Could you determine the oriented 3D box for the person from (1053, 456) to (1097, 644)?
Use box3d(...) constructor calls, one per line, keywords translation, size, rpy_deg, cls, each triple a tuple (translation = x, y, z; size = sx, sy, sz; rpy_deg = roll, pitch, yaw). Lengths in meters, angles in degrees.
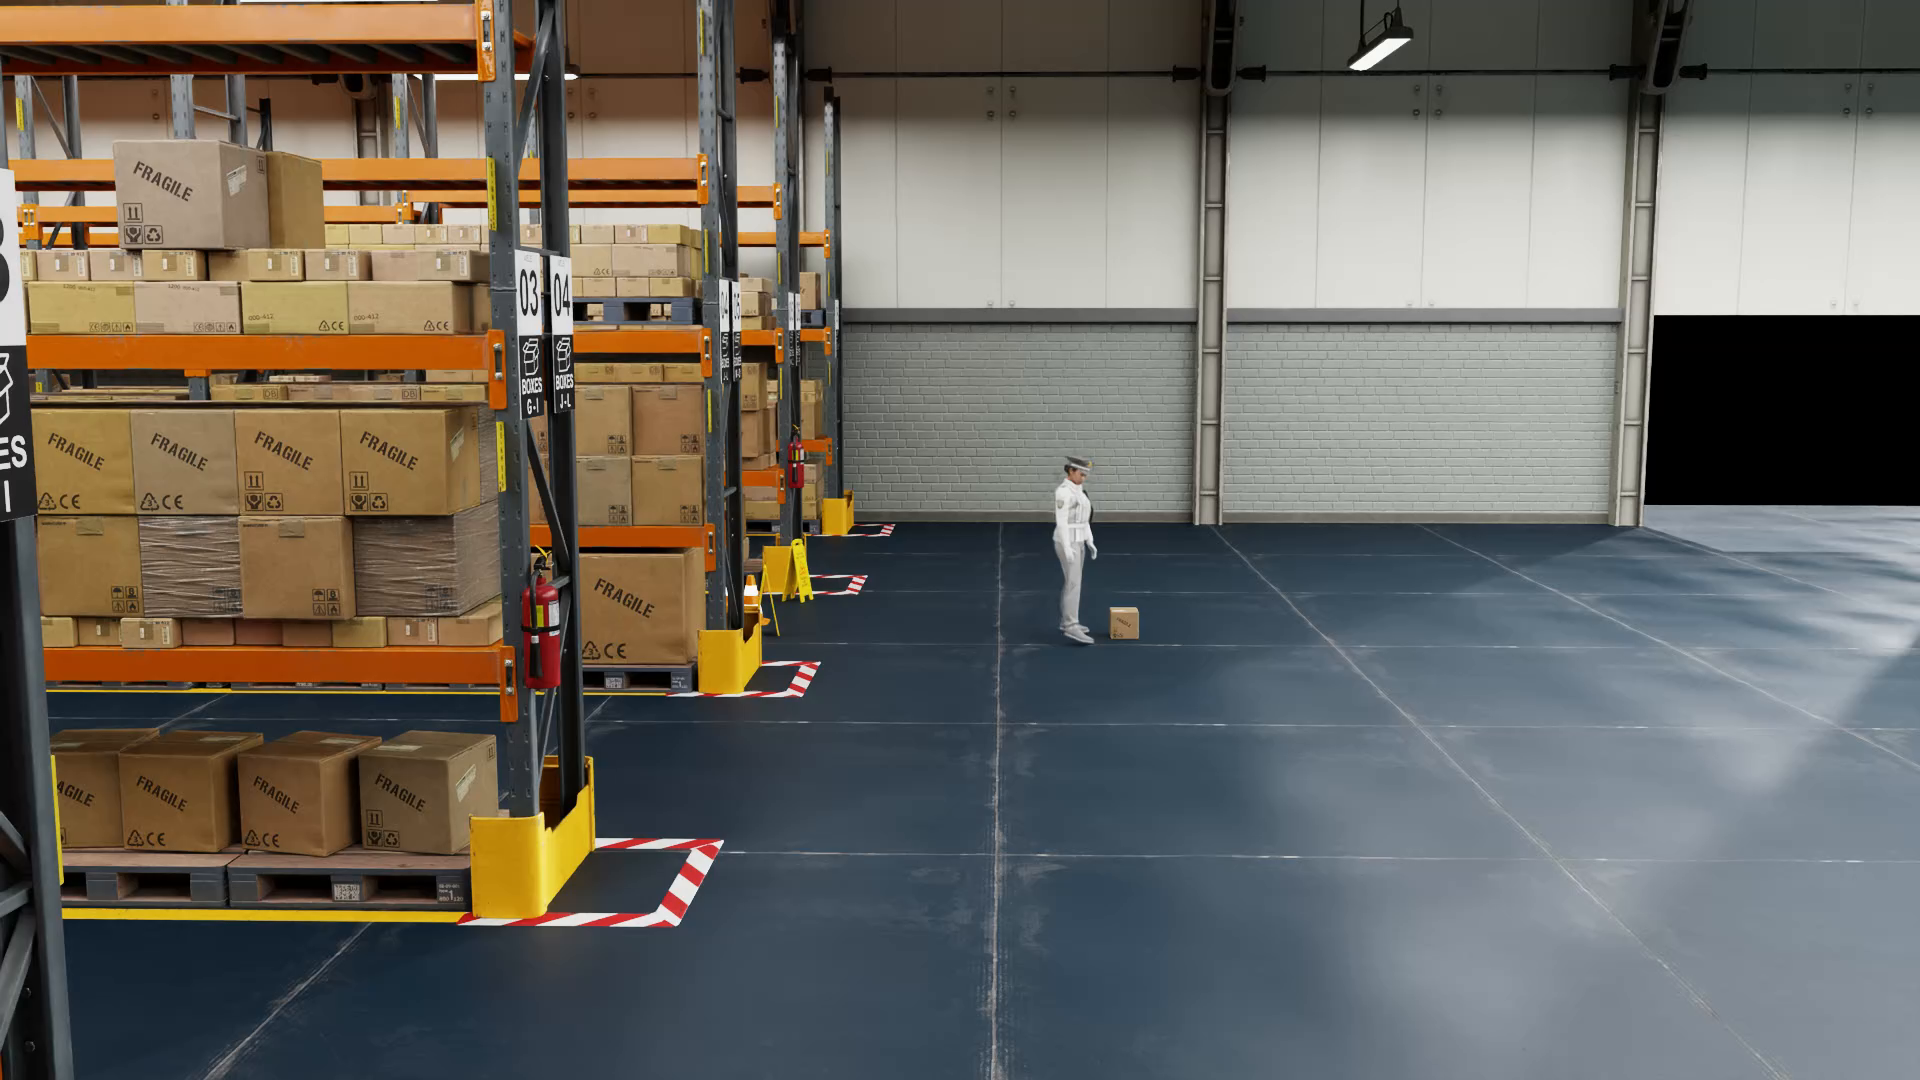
box3d(translation=(1.065, 0.069, 15.127), size=(0.490, 1.658, 0.669), rpy_deg=(3, 8, 21), cls="person")
